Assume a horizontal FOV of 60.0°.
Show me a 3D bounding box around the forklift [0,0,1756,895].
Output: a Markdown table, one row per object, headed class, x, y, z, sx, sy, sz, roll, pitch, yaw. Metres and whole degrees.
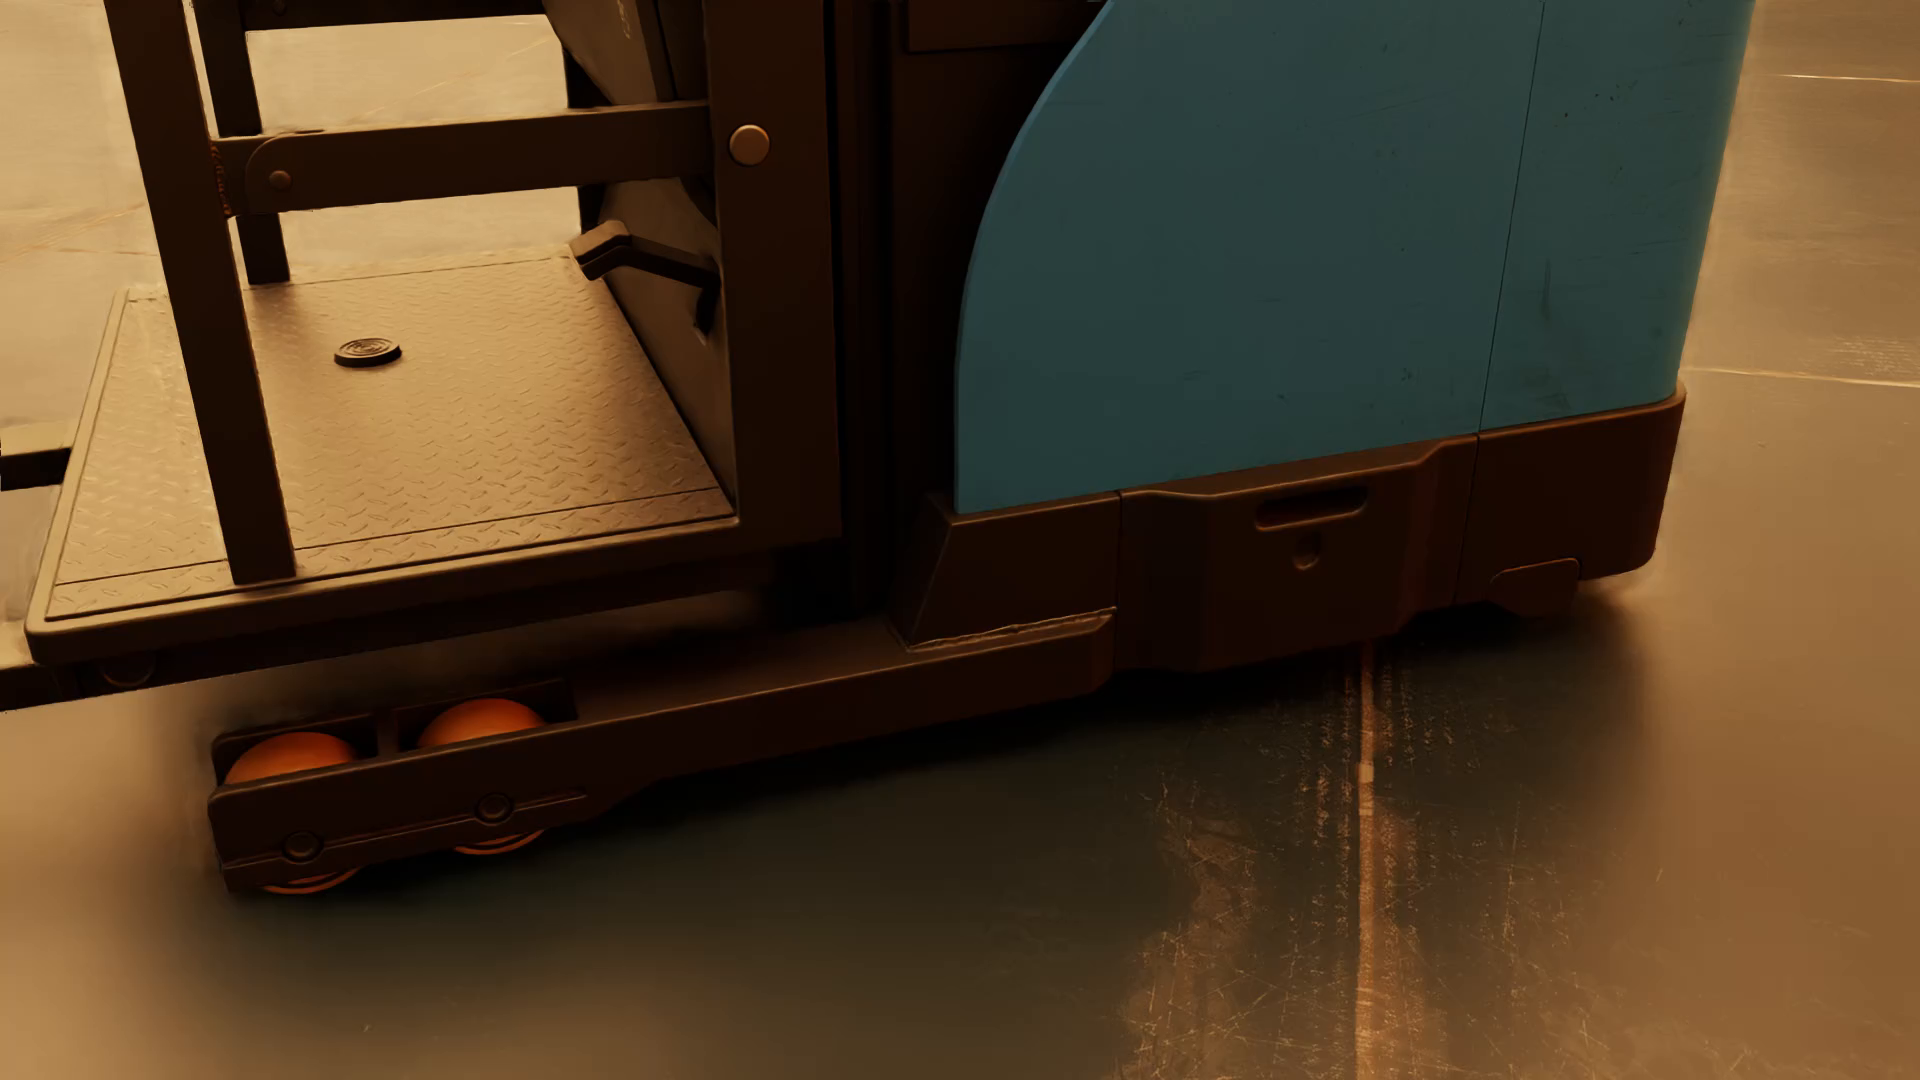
| class | x | y | z | sx | sy | sz | roll | pitch | yaw |
| --- | --- | --- | --- | --- | --- | --- | --- | --- | --- |
| forklift | -0.604 | -1.204 | 1.632 | 3.031 | 2.935 | 1.130 | -9 | 28 | -18 |
